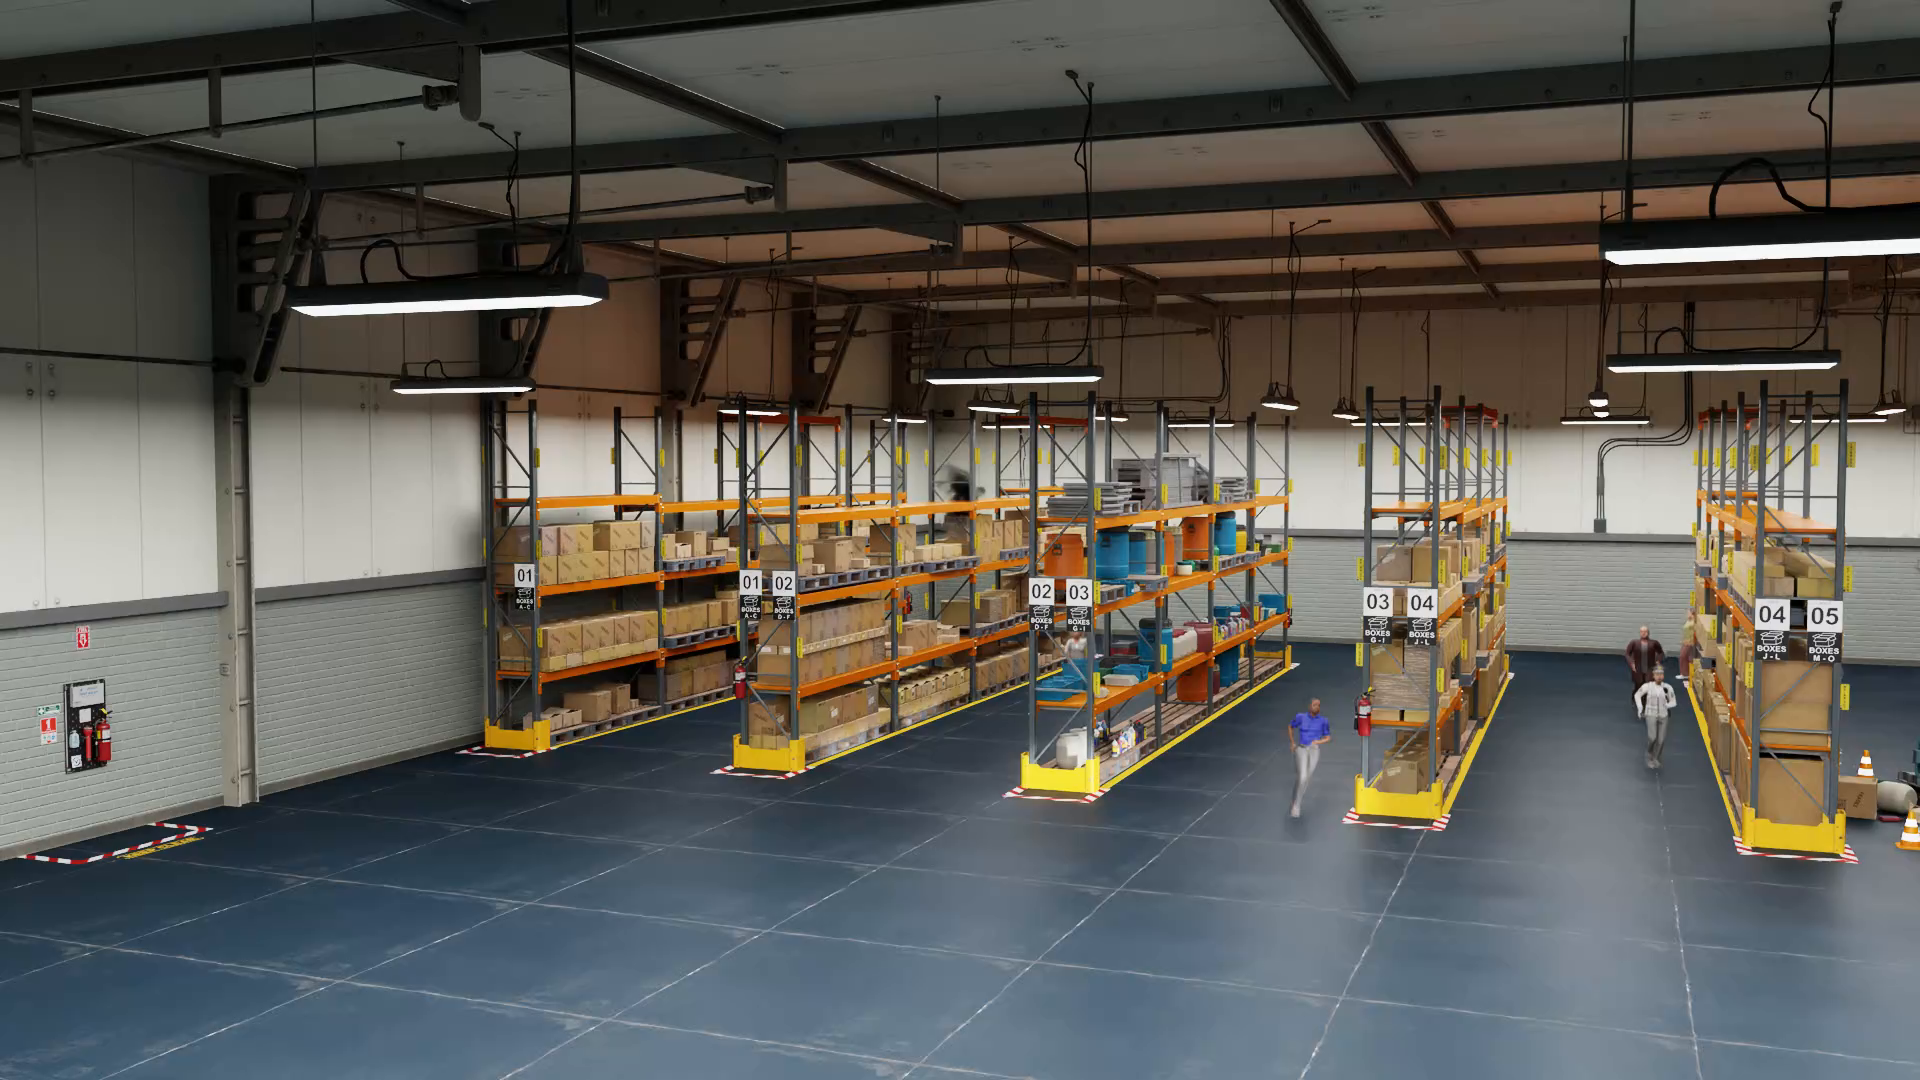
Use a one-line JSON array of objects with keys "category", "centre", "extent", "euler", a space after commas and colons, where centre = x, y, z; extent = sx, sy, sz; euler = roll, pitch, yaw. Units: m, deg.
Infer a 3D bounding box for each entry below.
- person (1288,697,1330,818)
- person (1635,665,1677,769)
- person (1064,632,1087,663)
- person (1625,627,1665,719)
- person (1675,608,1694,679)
[{"category": "person", "centre": [4.902, 3.051, 23.388], "extent": [0.572, 1.677, 0.661], "euler": [0, 3, -2]}, {"category": "person", "centre": [11.155, 2.841, 26.624], "extent": [0.587, 1.674, 0.656], "euler": [1, 3, 11]}, {"category": "person", "centre": [2.349, 2.545, 33.465], "extent": [0.540, 1.593, 0.872], "euler": [0, 3, 7]}, {"category": "person", "centre": [13.281, 2.549, 32.257], "extent": [0.712, 1.760, 0.743], "euler": [1, 3, 20]}, {"category": "person", "centre": [16.533, 2.347, 37.519], "extent": [0.596, 1.623, 0.624], "euler": [0, 3, 5]}]
